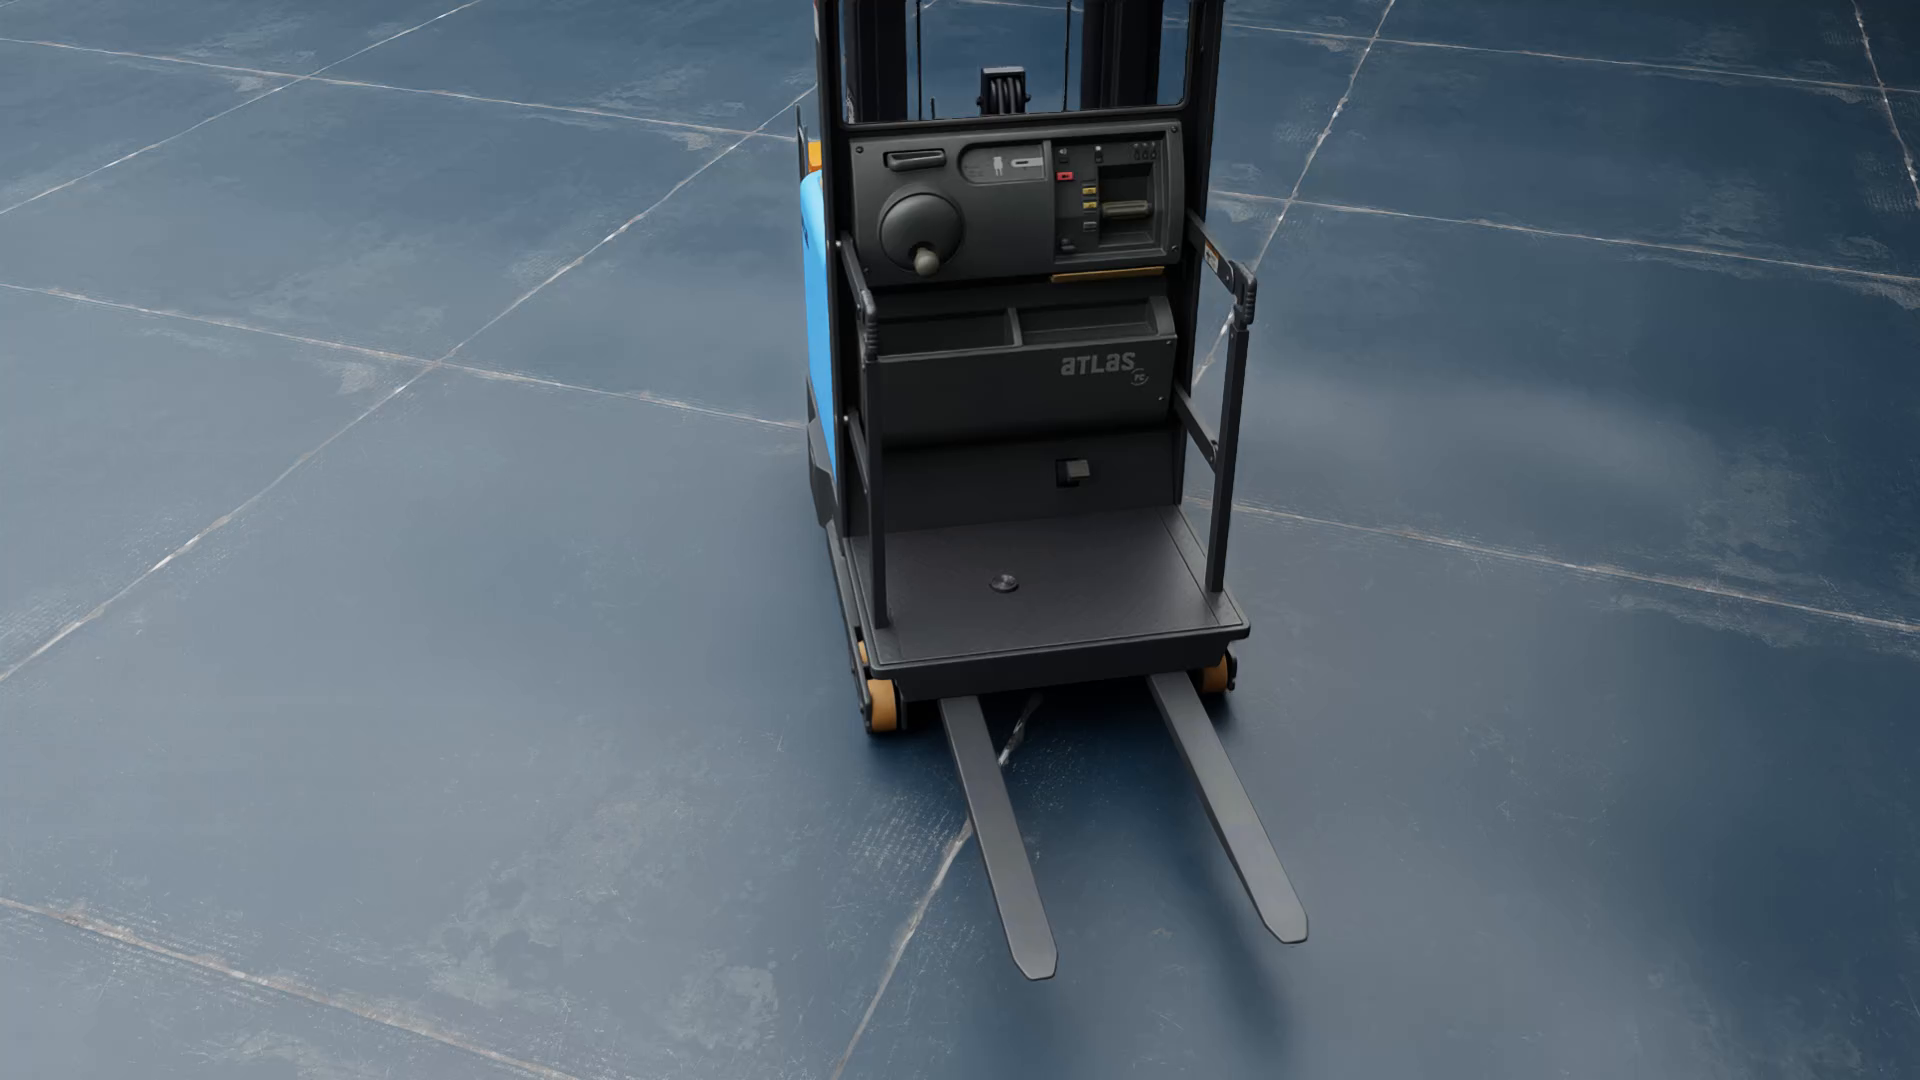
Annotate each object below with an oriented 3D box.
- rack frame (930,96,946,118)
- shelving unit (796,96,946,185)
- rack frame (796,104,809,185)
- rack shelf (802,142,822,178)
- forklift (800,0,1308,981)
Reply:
[{"bbox_3d":[-0.080,-1.042,6.258,0.015,1.200,0.240,-6,33,-9],"label":"rack frame"},{"bbox_3d":[-0.319,-1.017,6.219,0.503,1.200,0.258,-6,33,-9],"label":"shelving unit"},{"bbox_3d":[-0.558,-0.991,6.179,0.015,1.200,0.240,-6,33,-9],"label":"rack frame"},{"bbox_3d":[-0.319,-1.347,6.006,0.480,0.148,0.258,-6,33,-9],"label":"rack shelf"},{"bbox_3d":[0.208,-0.882,4.414,1.130,2.935,3.031,-6,33,-9],"label":"forklift"}]
